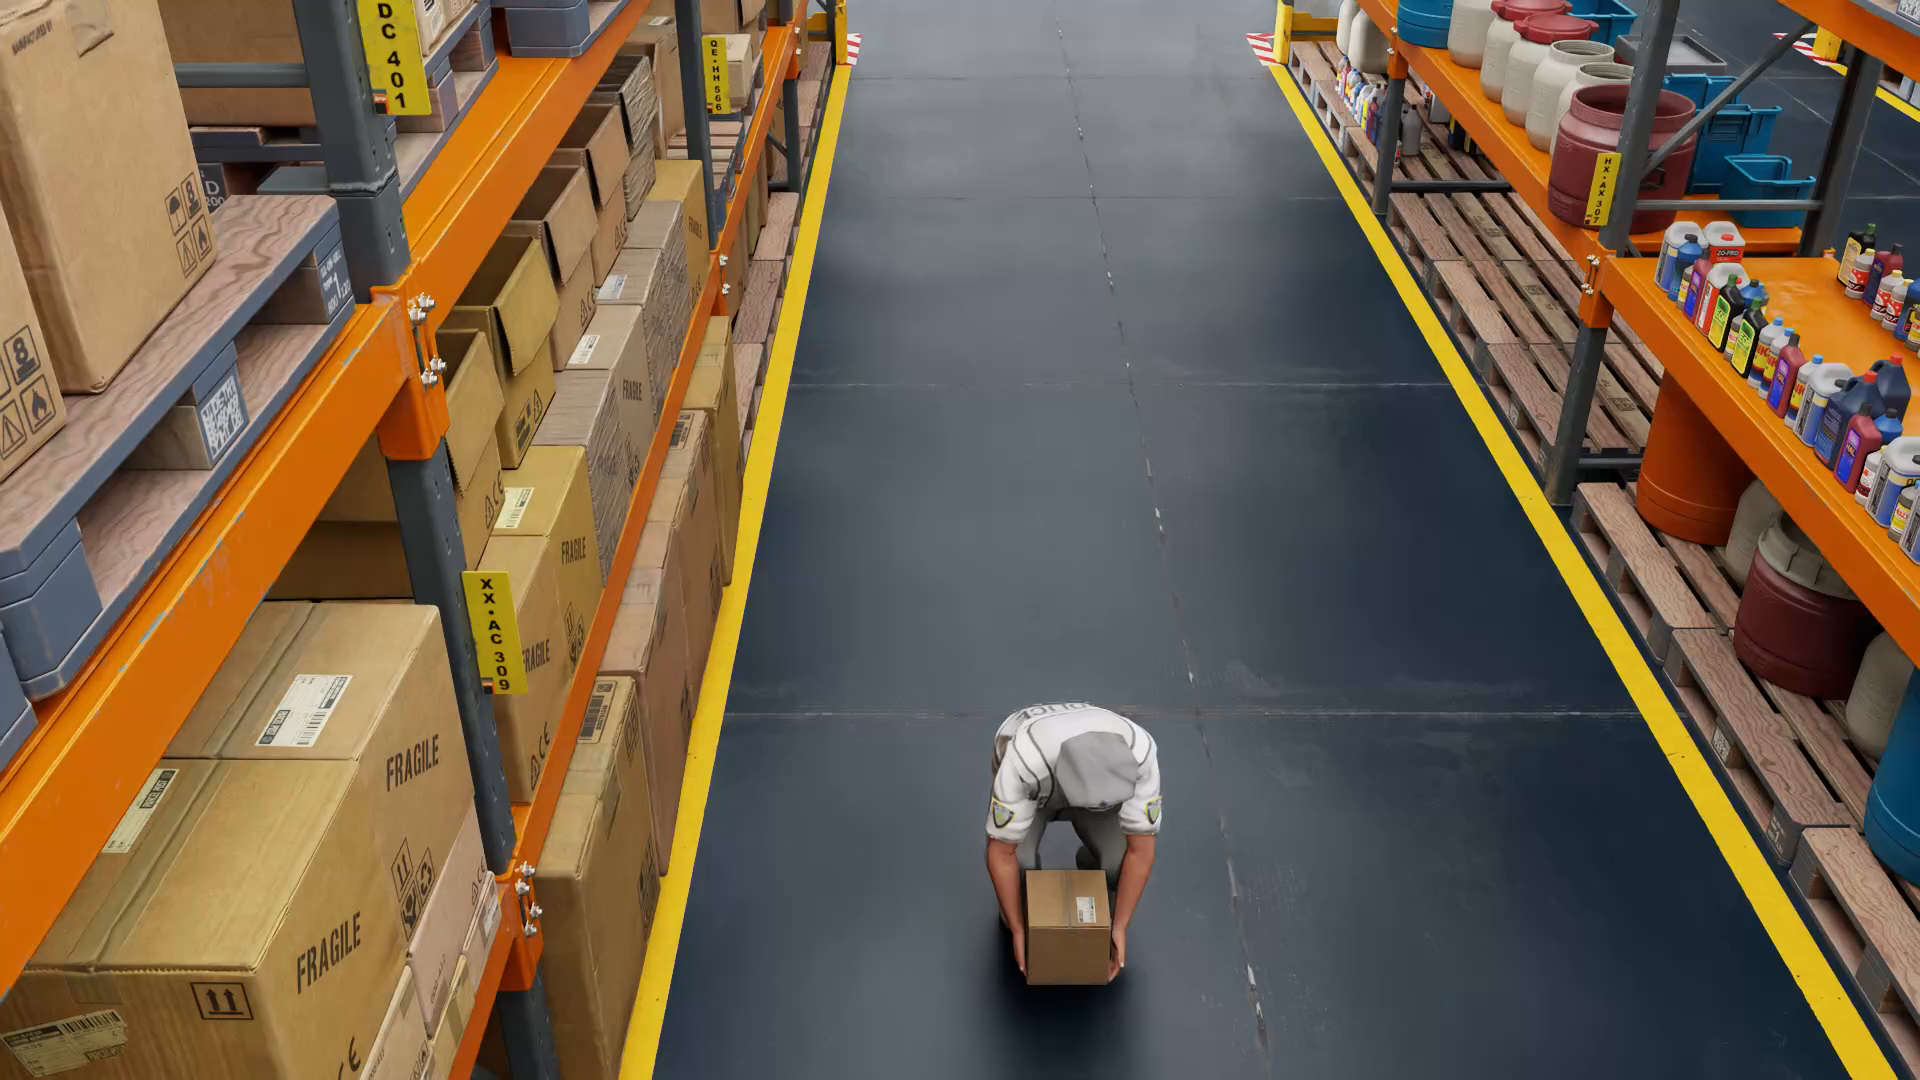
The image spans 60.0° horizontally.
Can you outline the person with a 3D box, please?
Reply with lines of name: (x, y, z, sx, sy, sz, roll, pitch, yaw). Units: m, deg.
person: (0.358, 0.875, 5.416, 0.556, 1.007, 0.906, 0, 31, 0)
